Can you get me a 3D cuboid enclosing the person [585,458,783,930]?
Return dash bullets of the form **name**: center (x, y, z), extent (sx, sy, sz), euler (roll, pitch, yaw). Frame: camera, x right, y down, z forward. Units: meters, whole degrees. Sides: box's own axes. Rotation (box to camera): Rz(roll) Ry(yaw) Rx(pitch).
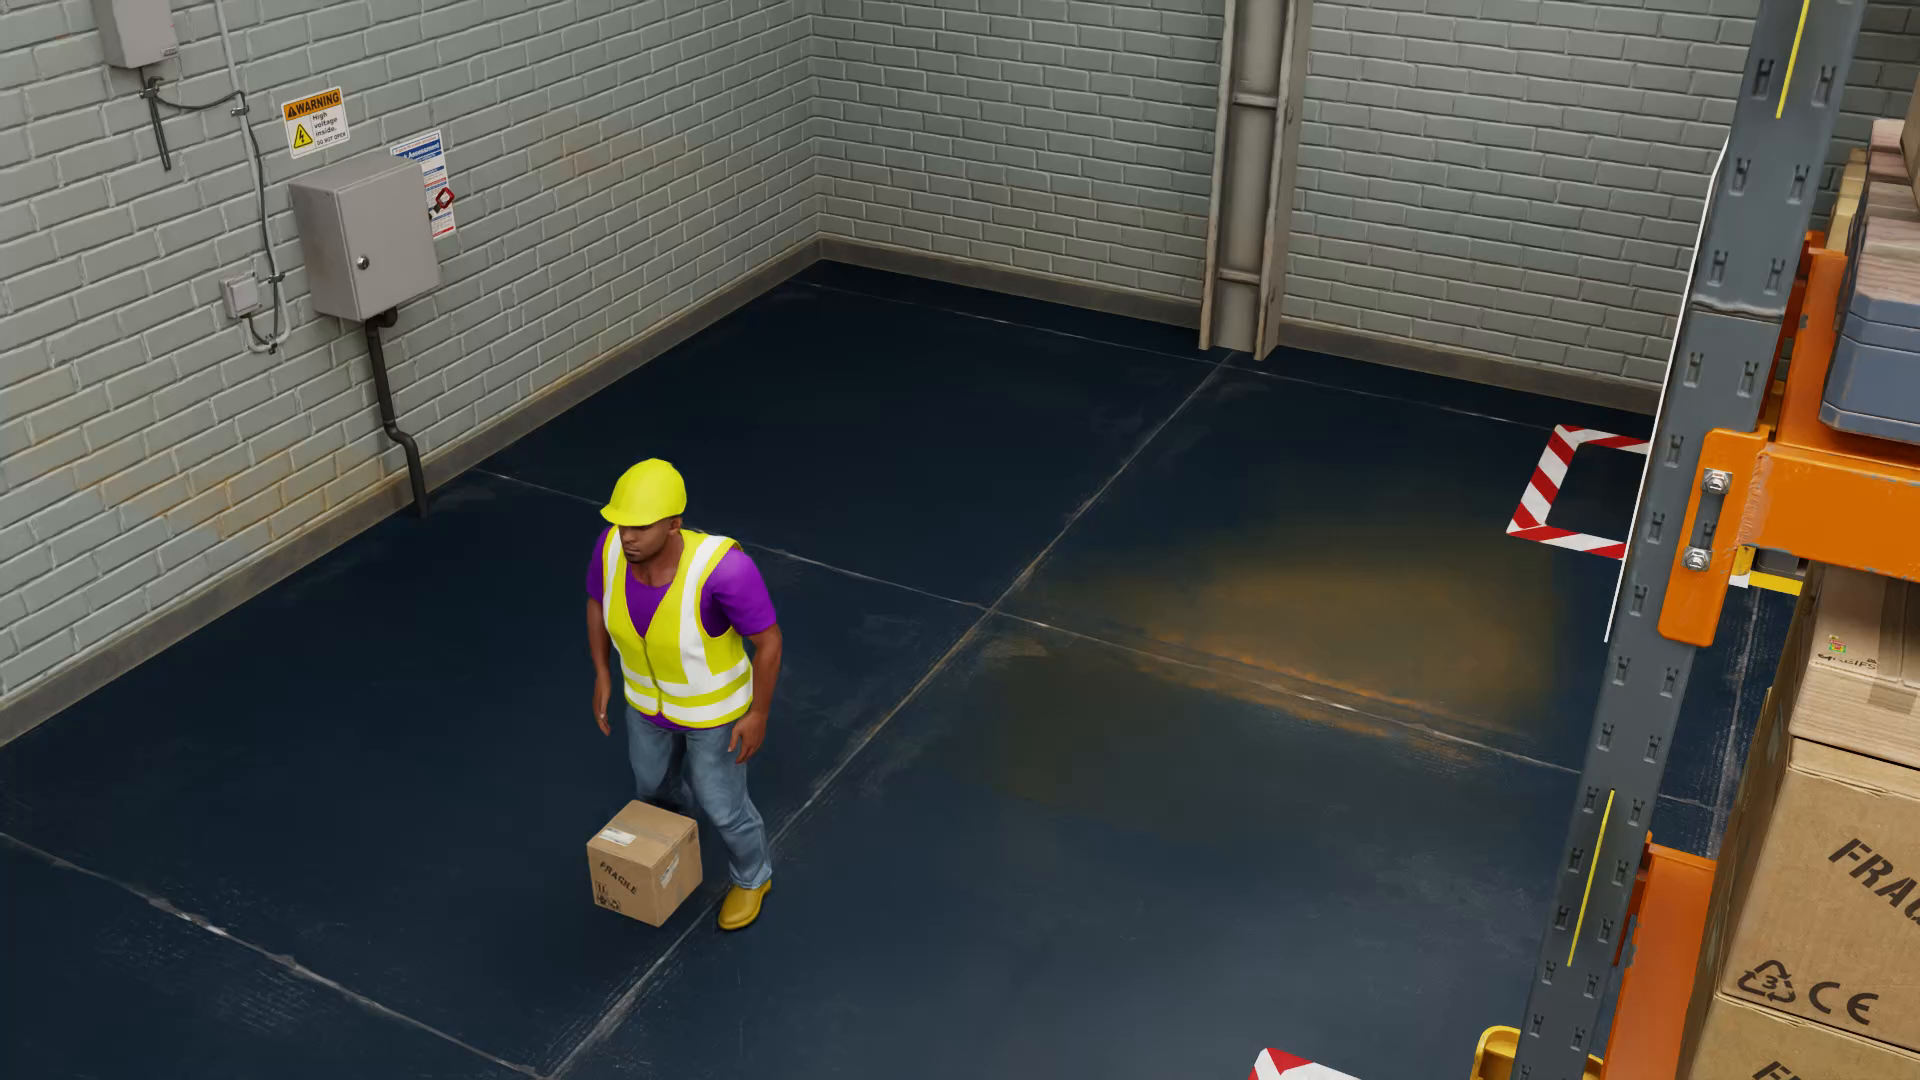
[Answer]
- **person**: center (-0.876, 0.506, 5.243), extent (0.689, 1.746, 0.487), euler (14, 33, 23)
